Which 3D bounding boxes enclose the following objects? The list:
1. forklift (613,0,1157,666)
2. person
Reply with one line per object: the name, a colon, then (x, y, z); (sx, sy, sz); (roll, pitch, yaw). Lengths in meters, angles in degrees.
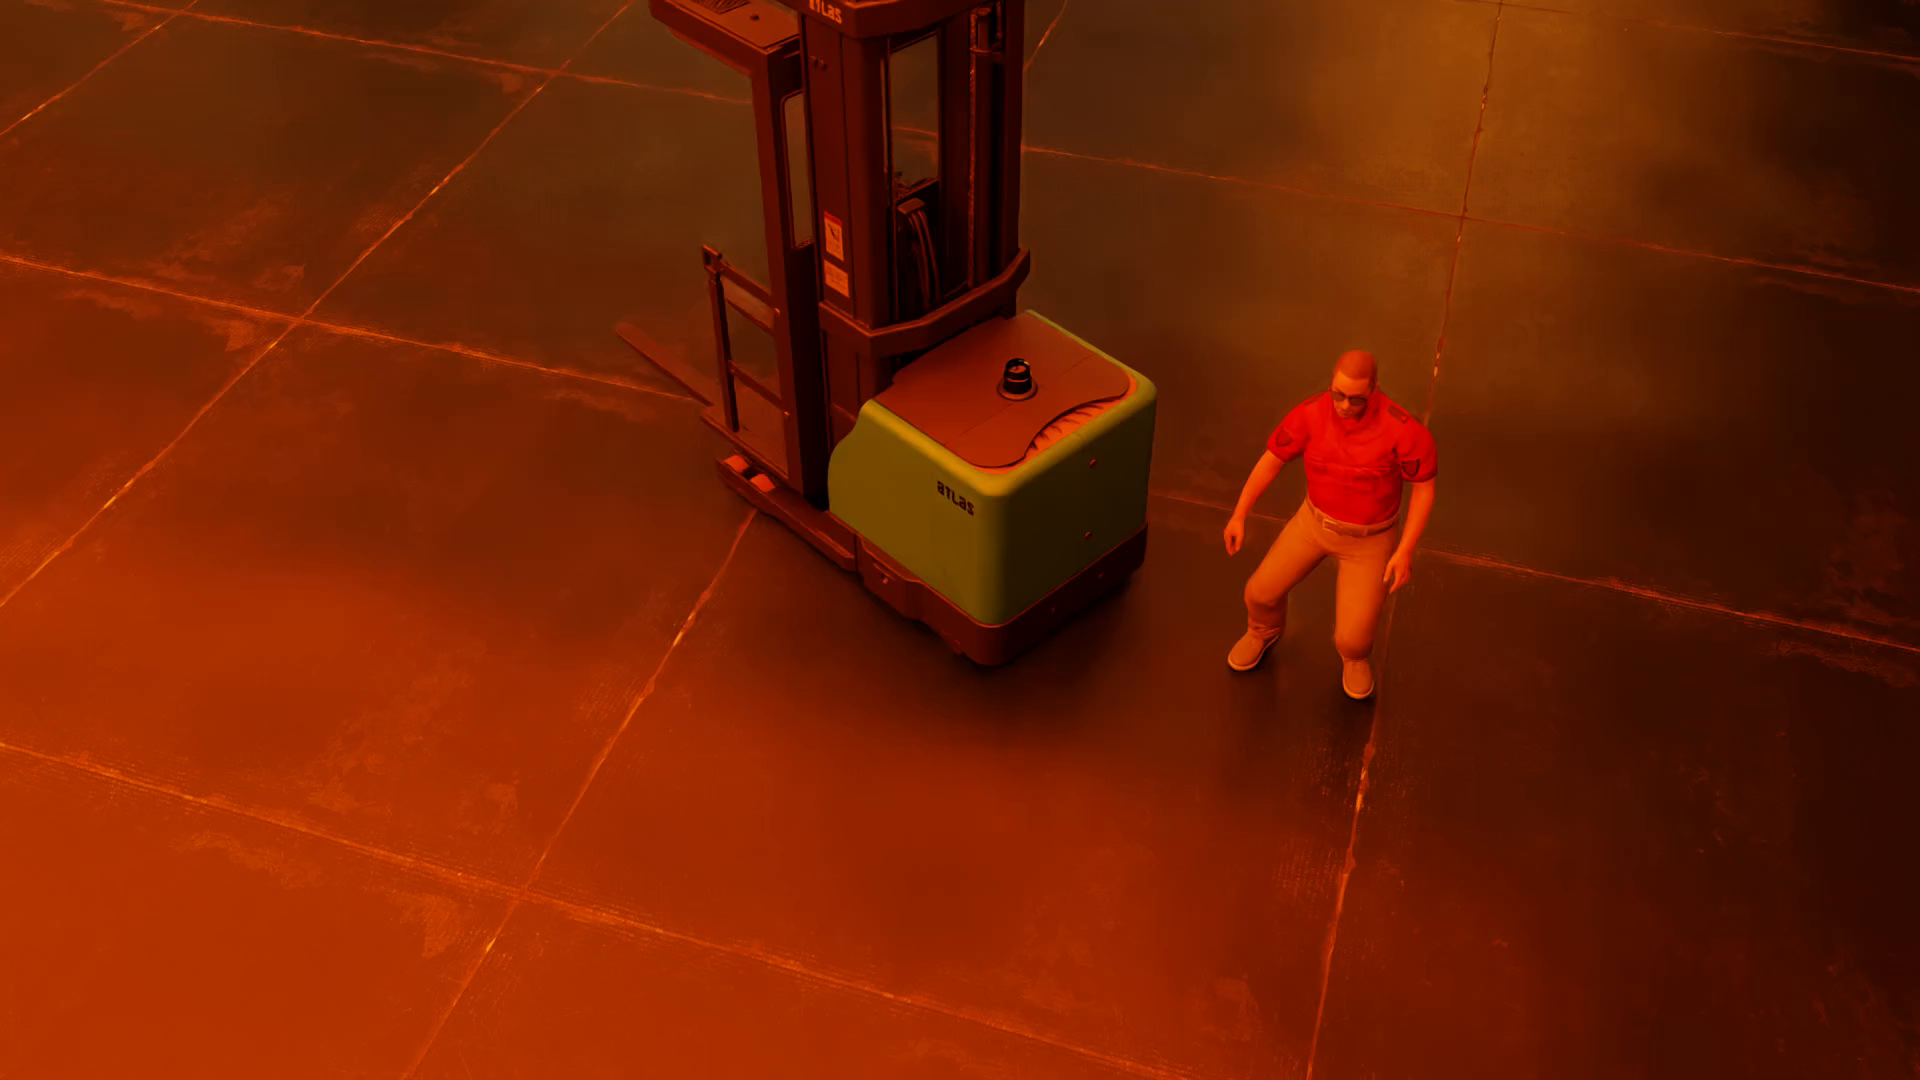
forklift: (-0.535, -1.440, 7.237); (1.130, 2.935, 3.031); (-33, 52, -30)
person: (1.486, -0.046, 6.678); (0.756, 1.635, 0.456); (26, 49, 25)
